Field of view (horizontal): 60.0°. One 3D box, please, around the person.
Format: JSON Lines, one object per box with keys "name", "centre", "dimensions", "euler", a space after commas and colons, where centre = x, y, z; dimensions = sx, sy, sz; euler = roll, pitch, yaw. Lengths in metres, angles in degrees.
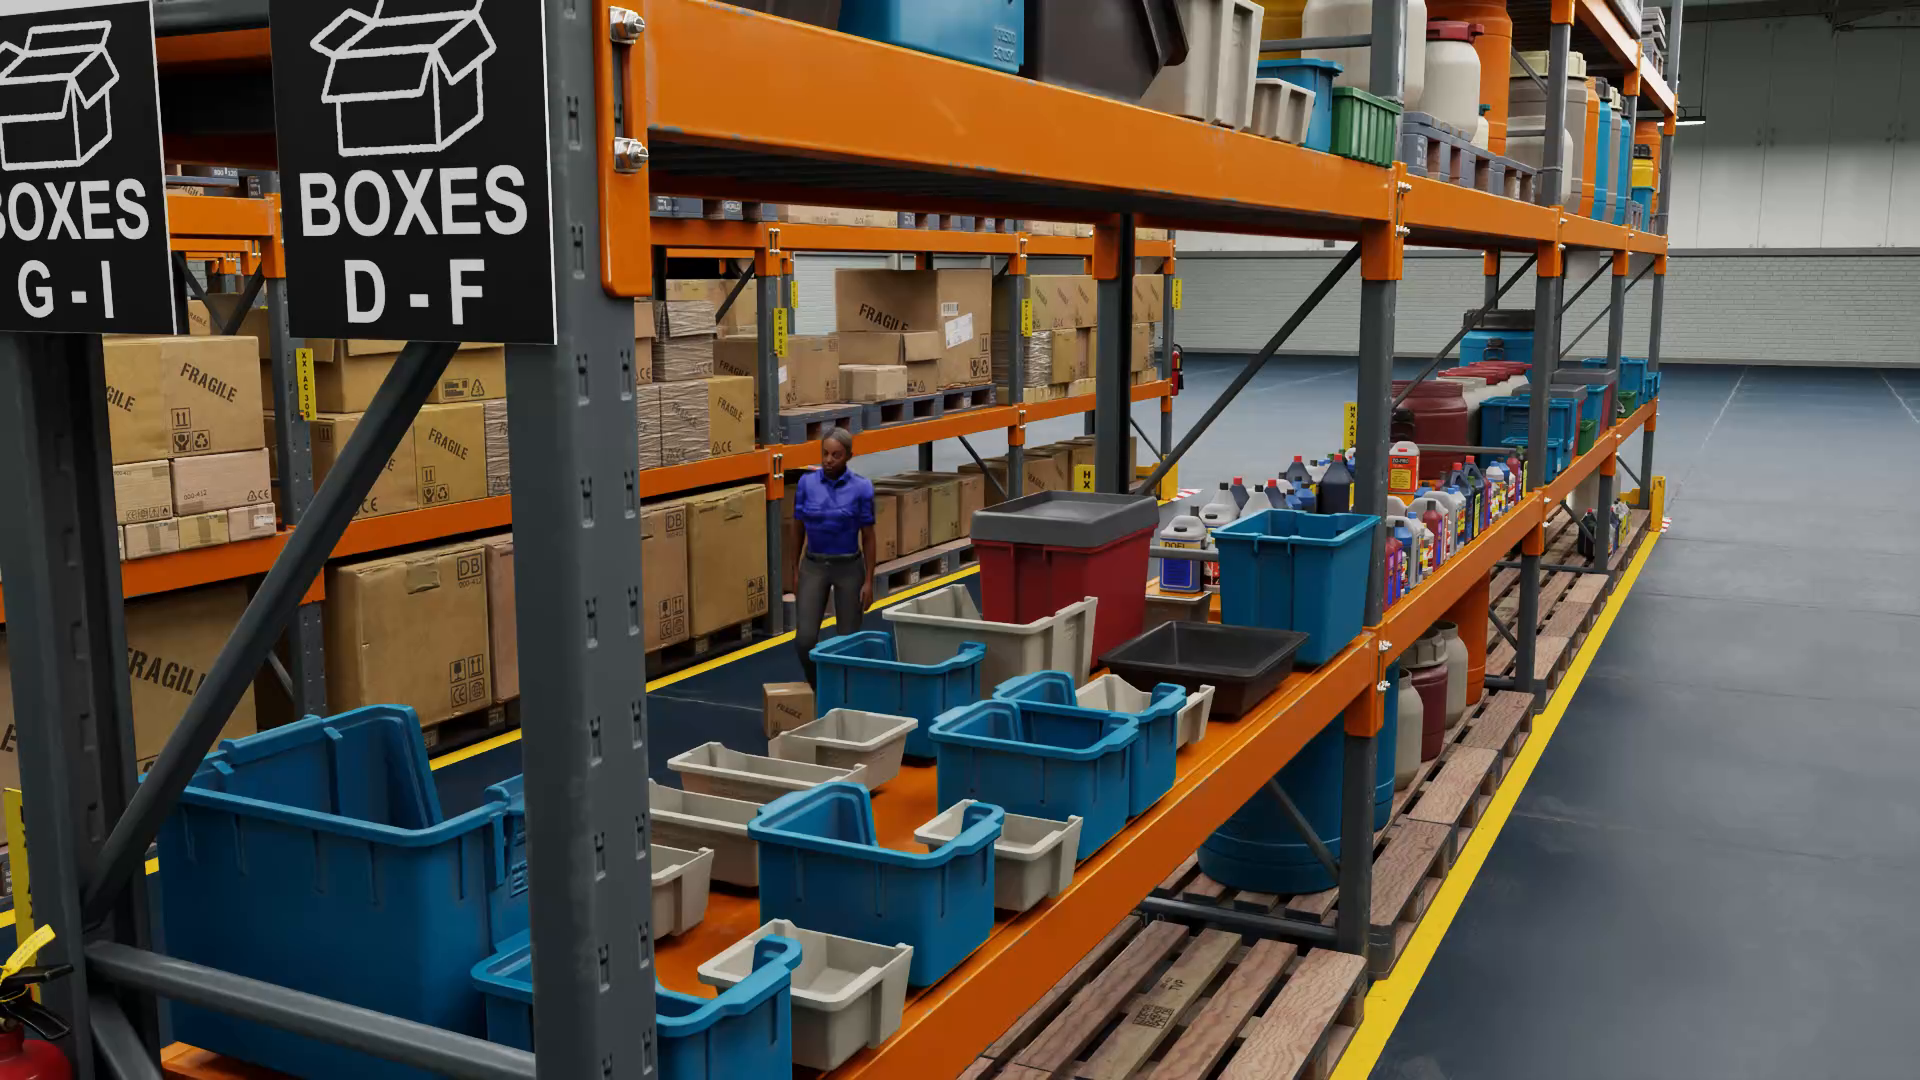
{"name": "person", "centre": [-0.683, 0.204, 9.024], "dimensions": [0.475, 1.660, 0.438], "euler": [0, 9, 1]}
